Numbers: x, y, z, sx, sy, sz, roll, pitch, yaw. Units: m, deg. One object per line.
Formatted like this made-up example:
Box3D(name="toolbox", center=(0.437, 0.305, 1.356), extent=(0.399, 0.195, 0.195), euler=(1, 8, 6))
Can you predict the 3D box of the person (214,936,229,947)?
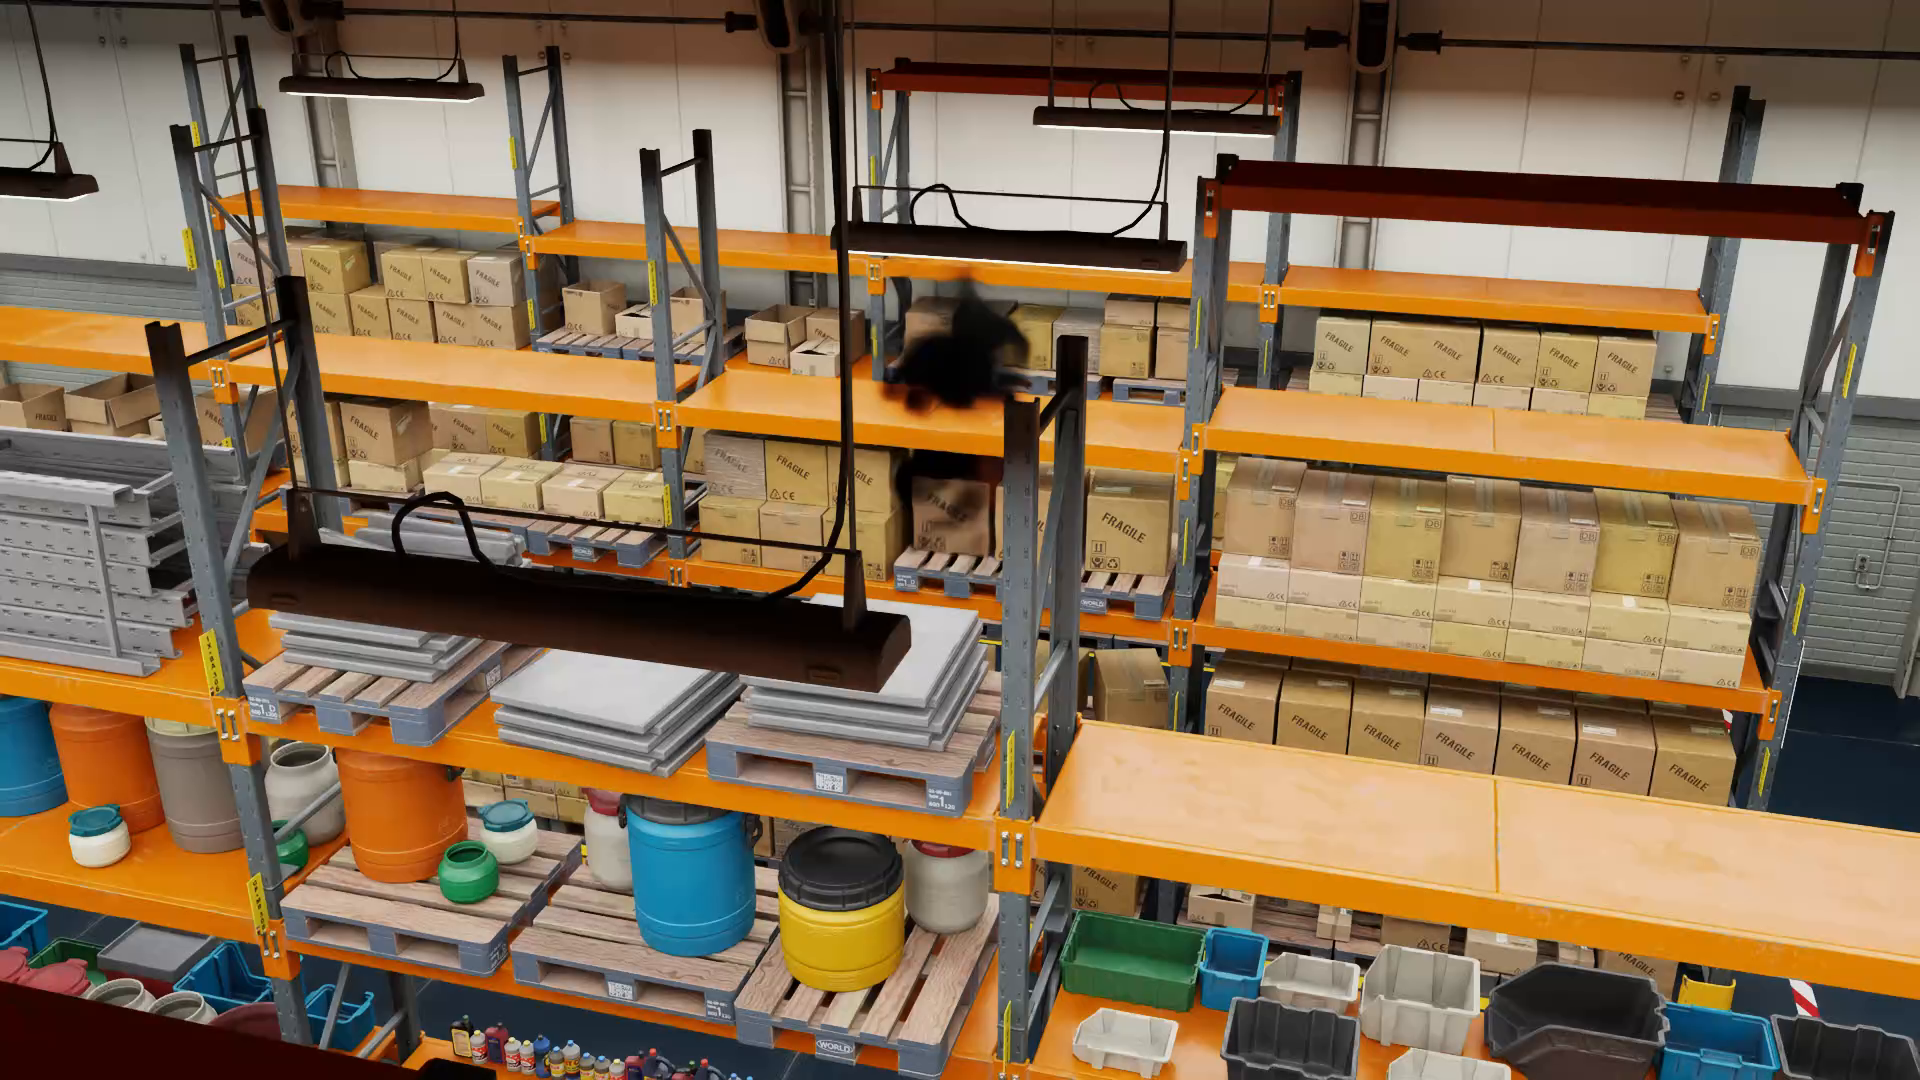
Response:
Box3D(name="person", center=(-5.861, 2.586, 12.437), extent=(0.600, 1.657, 0.625), euler=(3, 23, 8))
